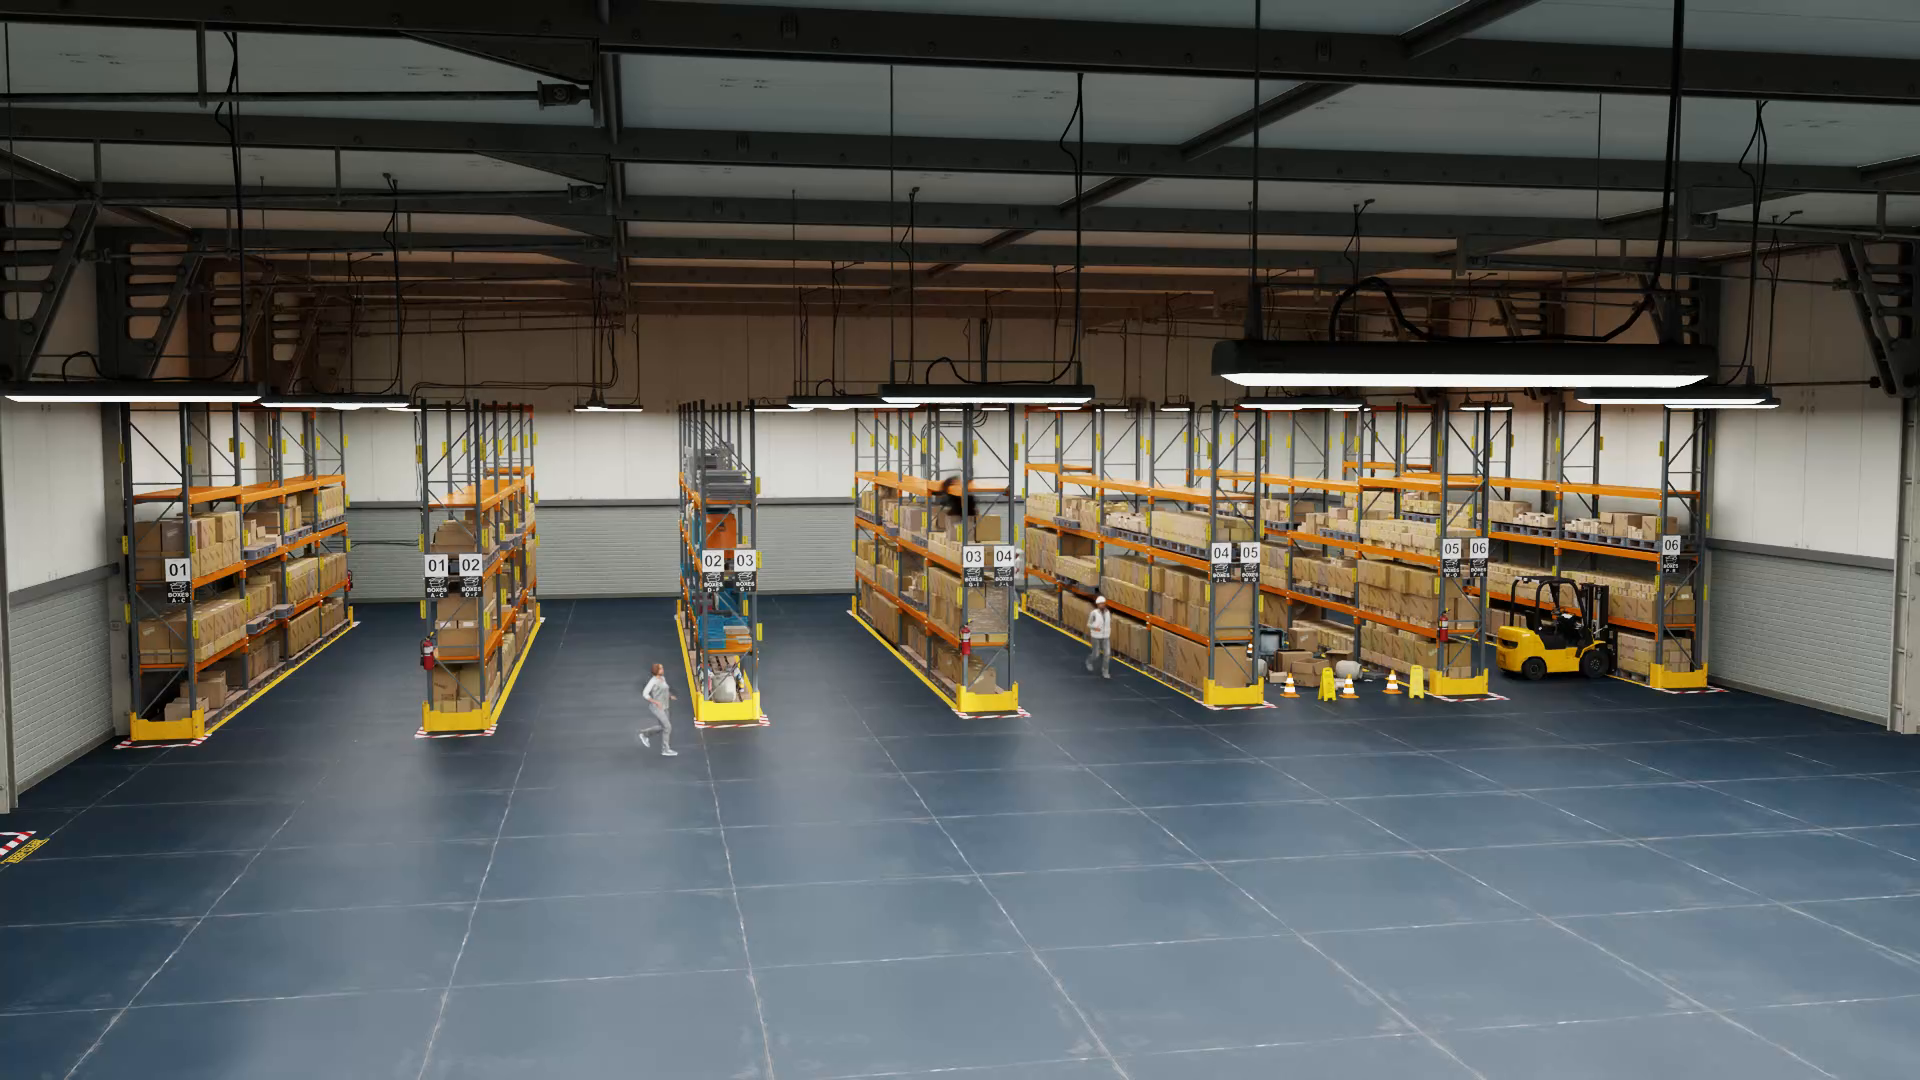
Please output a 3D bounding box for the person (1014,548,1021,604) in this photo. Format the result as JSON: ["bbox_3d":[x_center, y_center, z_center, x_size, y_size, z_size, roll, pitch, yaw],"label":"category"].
[{"bbox_3d":[1.563,1.109,49.885,0.576,1.750,0.810,0,4,-6],"label":"person"}]

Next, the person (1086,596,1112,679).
[{"bbox_3d":[3.046,2.101,36.319,0.646,1.764,0.927,-2,5,-20],"label":"person"}]

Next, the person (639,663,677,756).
[{"bbox_3d":[-5.090,2.836,27.926,0.730,1.553,0.546,1,4,16],"label":"person"}]
